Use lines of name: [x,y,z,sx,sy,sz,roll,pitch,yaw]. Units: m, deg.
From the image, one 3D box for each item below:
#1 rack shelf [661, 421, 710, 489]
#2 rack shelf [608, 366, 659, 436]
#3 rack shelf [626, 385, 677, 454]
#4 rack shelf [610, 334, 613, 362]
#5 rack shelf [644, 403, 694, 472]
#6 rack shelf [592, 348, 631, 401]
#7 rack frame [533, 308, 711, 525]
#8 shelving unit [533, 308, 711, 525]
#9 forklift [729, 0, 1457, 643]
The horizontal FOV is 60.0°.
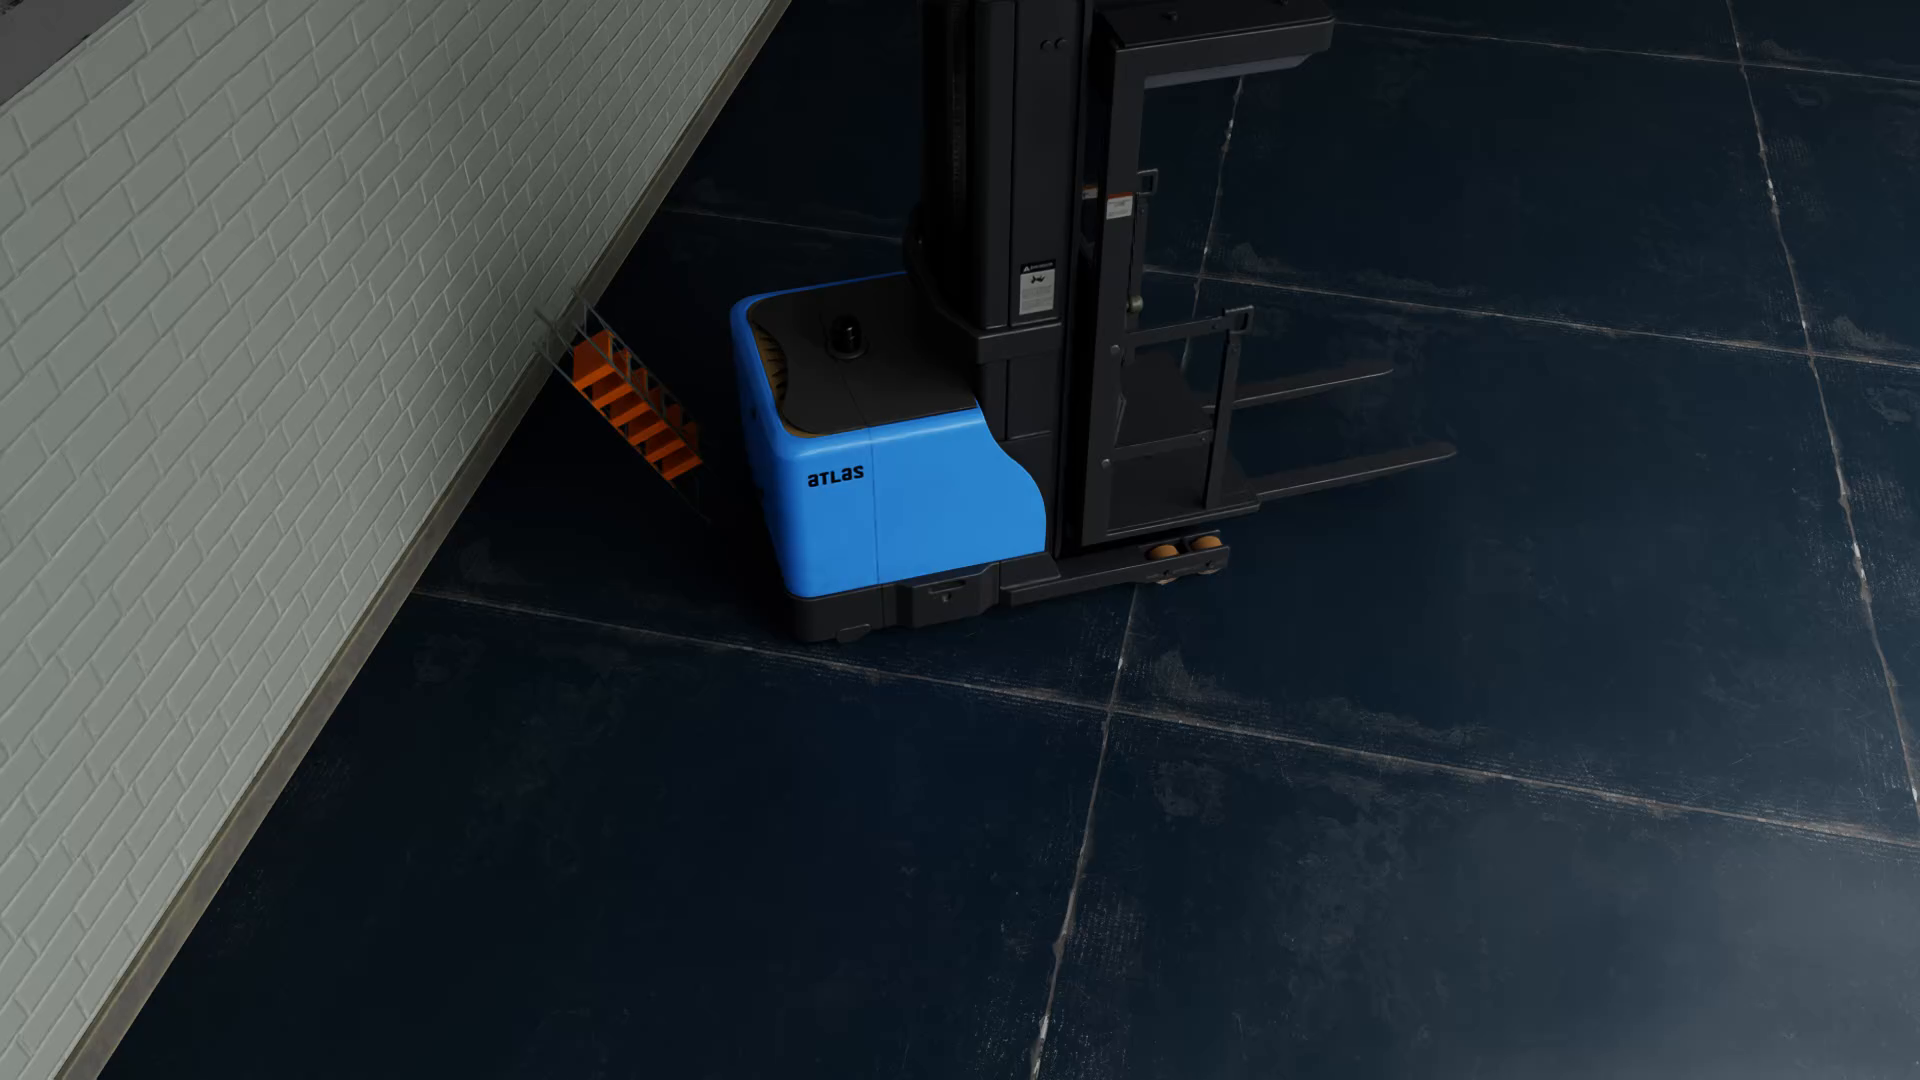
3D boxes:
rack shelf: [-1.182,-0.372,7.130,0.180,0.103,0.258,-27,43,14]
rack shelf: [-1.353,-0.581,6.892,0.180,0.103,0.258,-27,43,14]
rack shelf: [-1.296,-0.511,6.972,0.180,0.103,0.258,-27,43,14]
rack shelf: [-1.477,-0.731,6.720,0.166,0.020,0.199,-27,43,14]
rack shelf: [-1.239,-0.441,7.051,0.180,0.103,0.258,-27,43,14]
rack shelf: [-1.423,-0.666,6.795,0.171,0.034,0.221,-27,43,14]
rack frame: [-1.396,-0.496,6.964,0.006,1.200,0.240,-27,43,14]
shelving unit: [-1.319,-0.536,6.943,0.184,1.200,0.258,-27,43,14]
forklift: [0.637,-1.167,6.406,3.031,2.797,1.129,-11,45,-11]
